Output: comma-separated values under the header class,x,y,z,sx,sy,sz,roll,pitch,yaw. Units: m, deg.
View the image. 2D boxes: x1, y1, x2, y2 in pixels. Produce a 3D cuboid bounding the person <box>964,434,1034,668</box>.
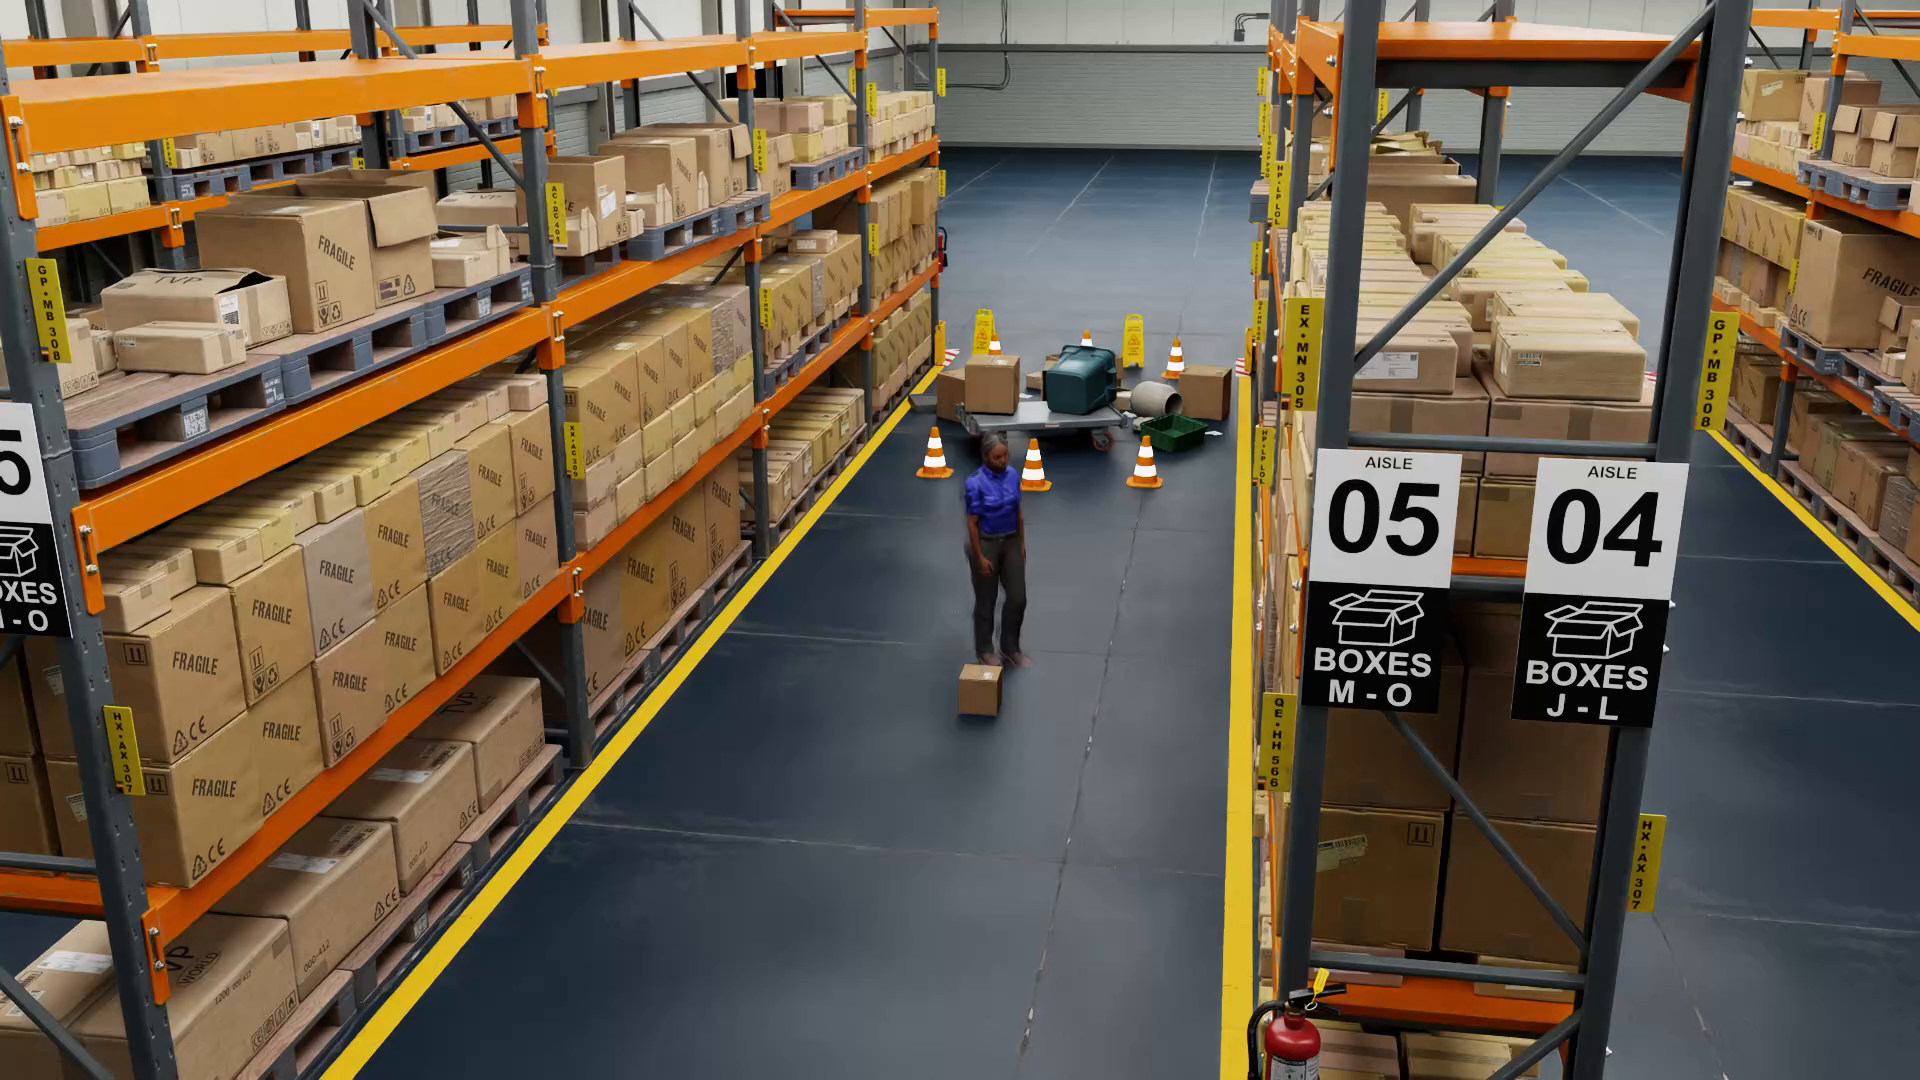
class,x,y,z,sx,sy,sz,roll,pitch,yaw
person,0.248,0.097,11.293,0.483,1.710,0.331,-12,21,-32
